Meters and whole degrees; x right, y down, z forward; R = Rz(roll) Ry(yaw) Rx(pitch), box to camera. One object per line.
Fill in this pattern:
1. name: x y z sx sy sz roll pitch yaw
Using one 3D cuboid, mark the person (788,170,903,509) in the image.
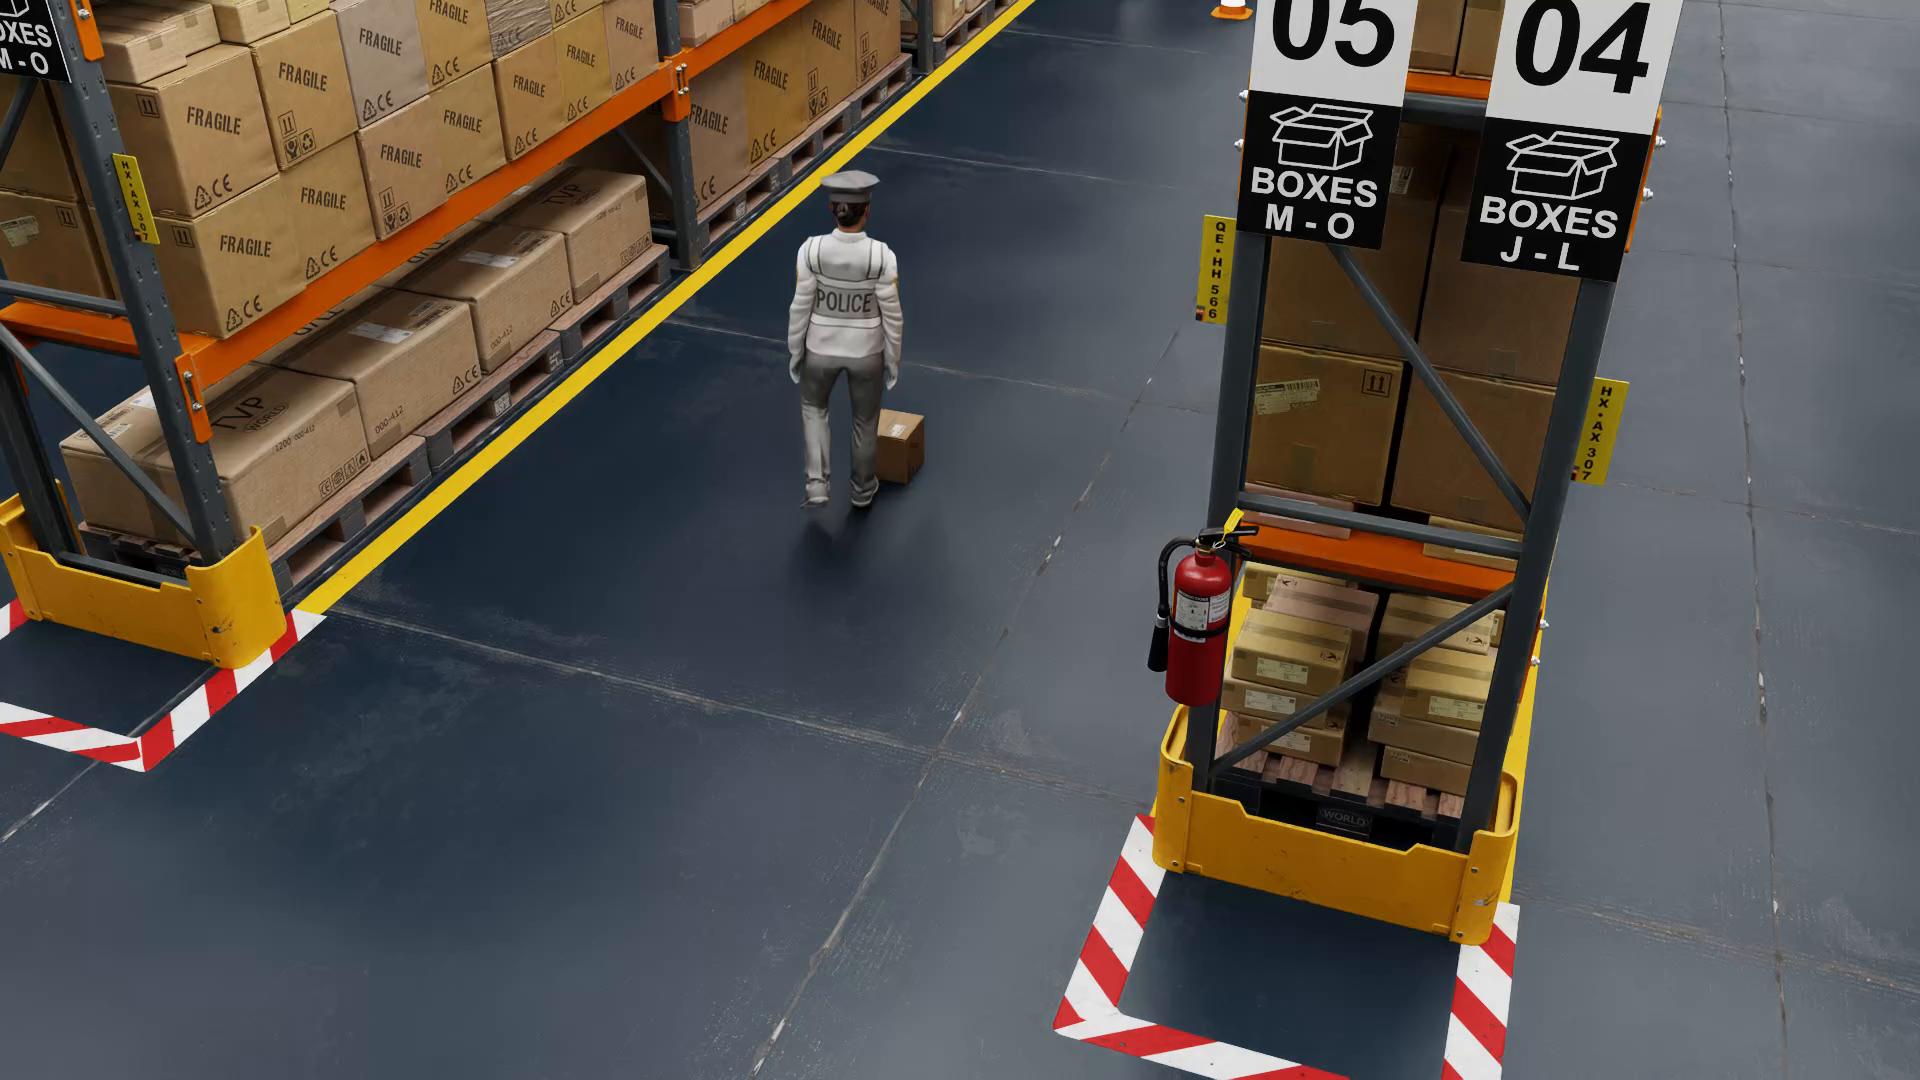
1. person: -0.491 -0.846 7.381 0.504 1.659 0.537 2 33 2
